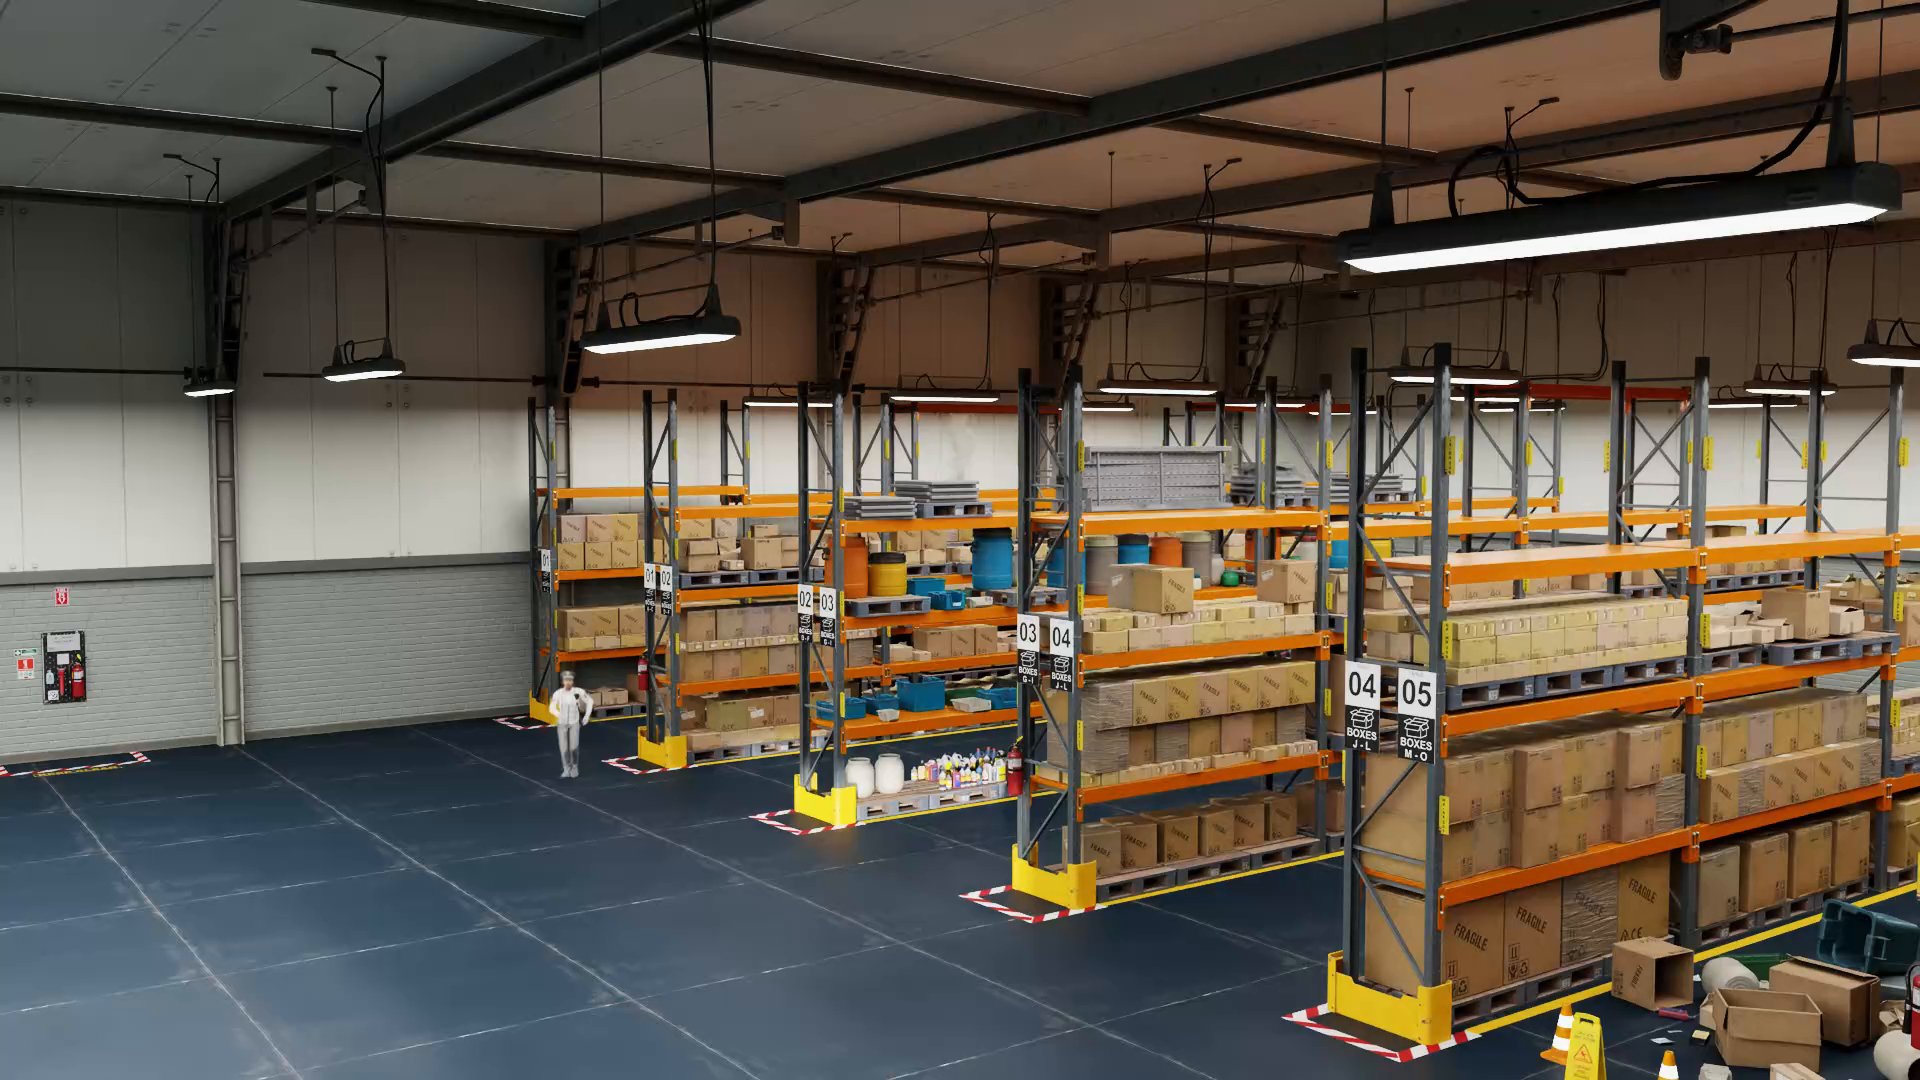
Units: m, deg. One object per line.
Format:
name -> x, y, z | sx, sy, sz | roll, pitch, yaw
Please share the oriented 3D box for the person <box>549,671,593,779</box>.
person -> -5.956, 2.827, 25.424 | 0.643, 1.675, 0.644 | -1, 3, -9
